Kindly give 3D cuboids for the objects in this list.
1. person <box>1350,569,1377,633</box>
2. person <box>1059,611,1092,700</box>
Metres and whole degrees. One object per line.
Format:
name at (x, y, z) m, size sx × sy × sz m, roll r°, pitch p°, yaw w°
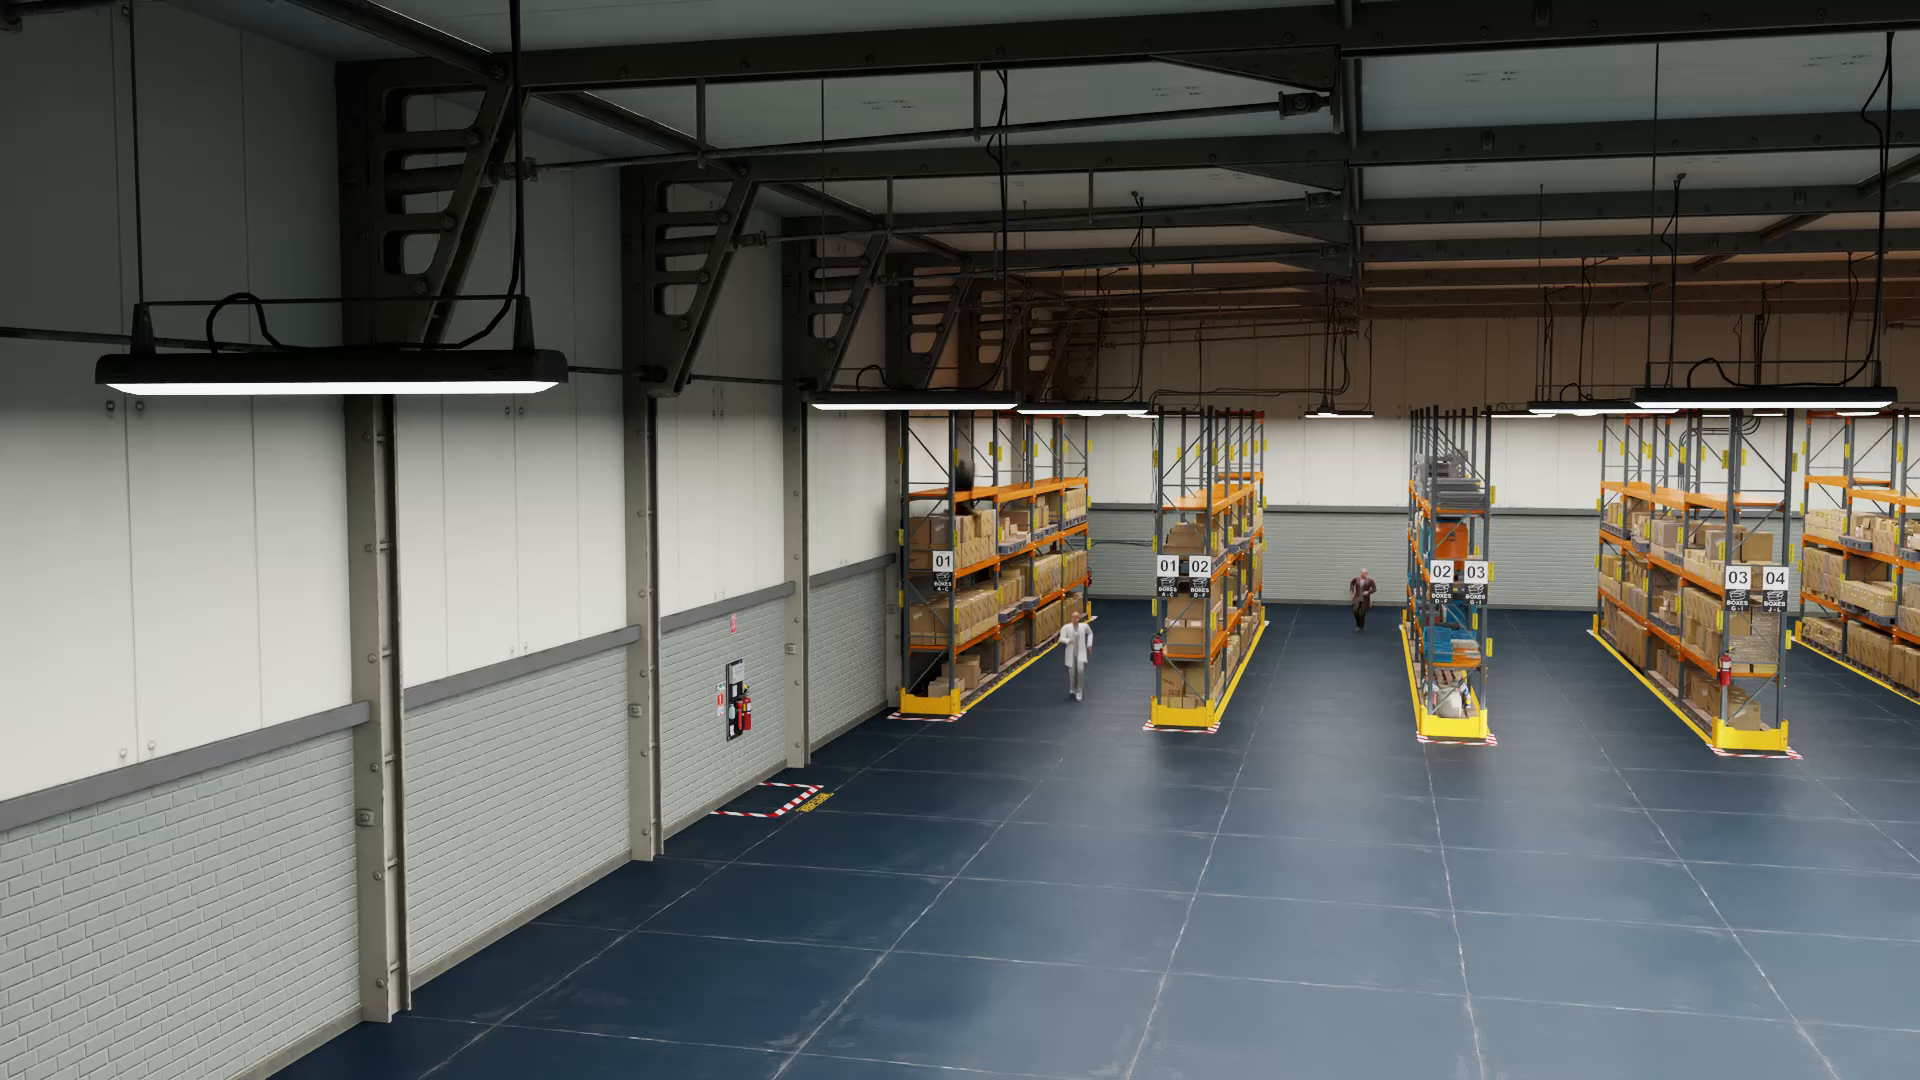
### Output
person at (10.918, 1.651, 45.027) m, size 0.740 × 1.786 × 0.820 m, roll 2°, pitch 4°, yaw 24°
person at (2.386, 2.385, 34.271) m, size 0.682 × 1.836 × 0.907 m, roll 0°, pitch 4°, yaw 4°
